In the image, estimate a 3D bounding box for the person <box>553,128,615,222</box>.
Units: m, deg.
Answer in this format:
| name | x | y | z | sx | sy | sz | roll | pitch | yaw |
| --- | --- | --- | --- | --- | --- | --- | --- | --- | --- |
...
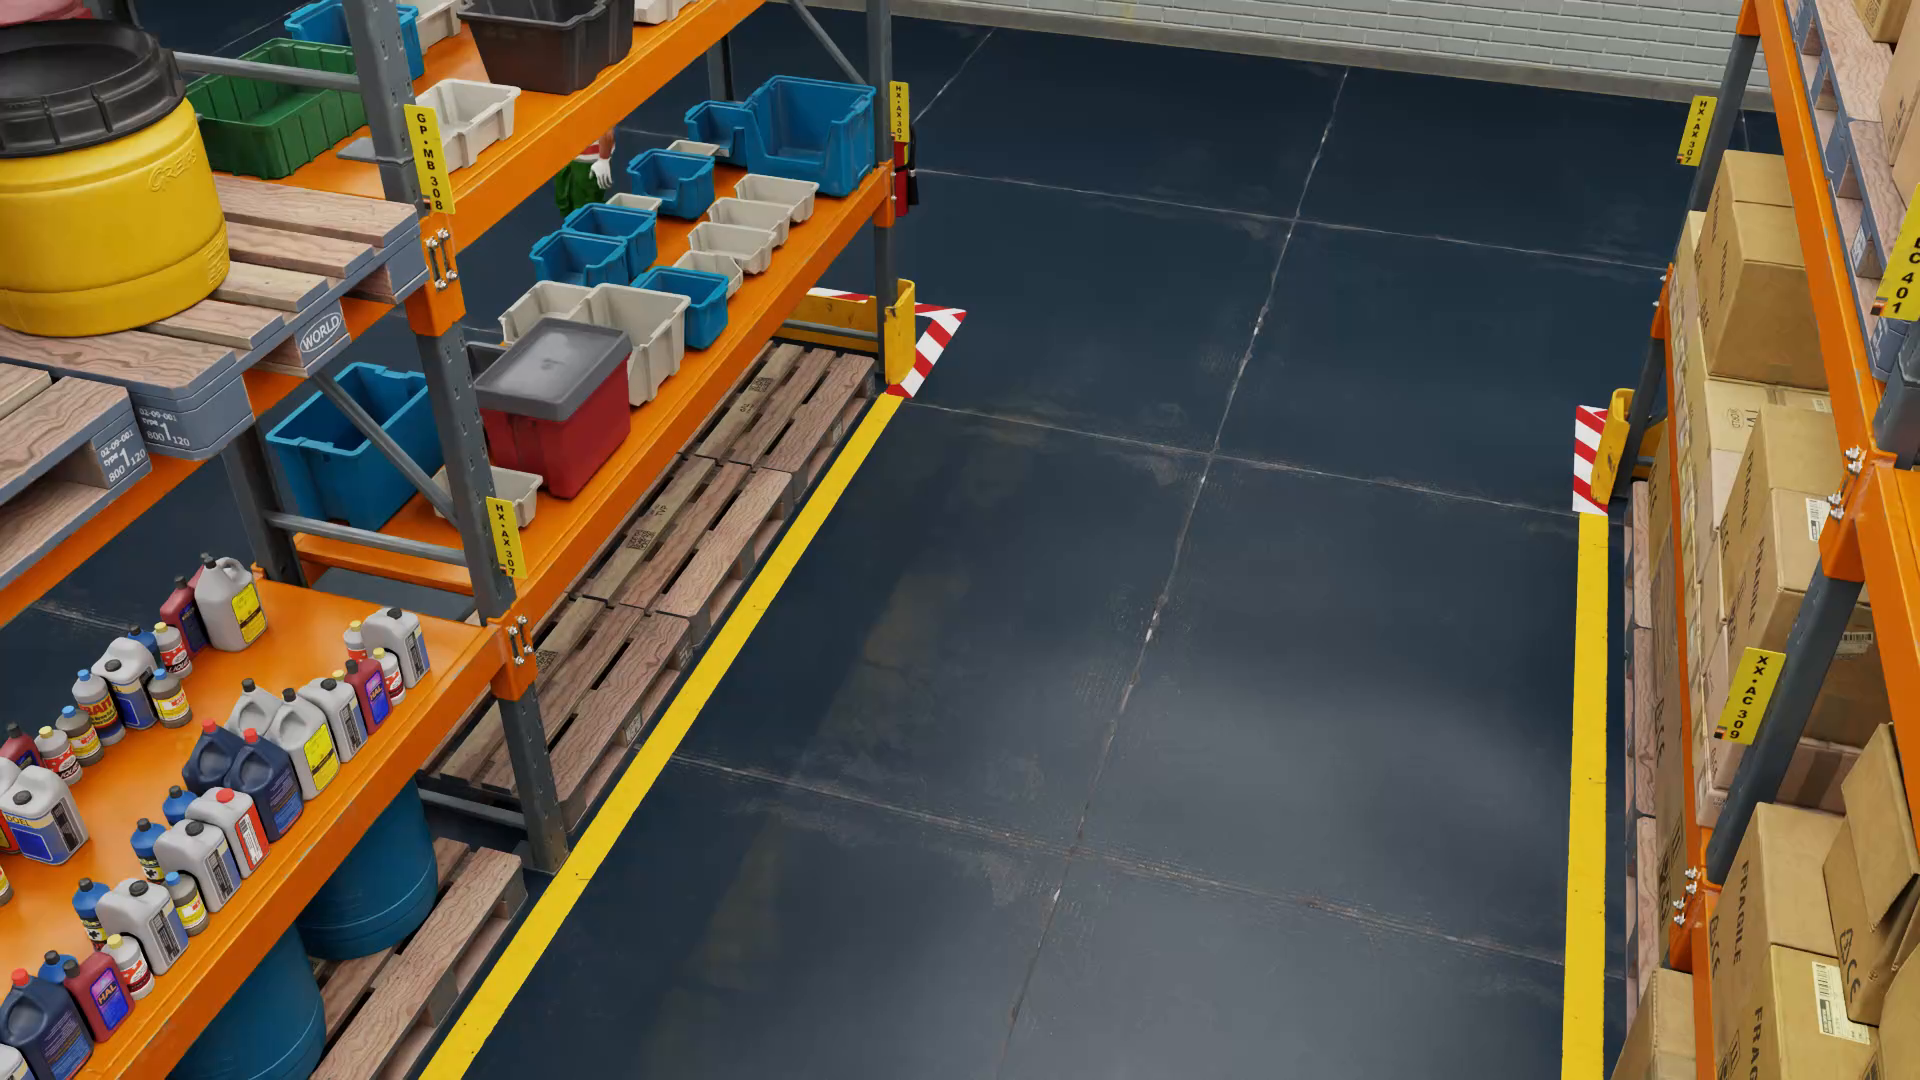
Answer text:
| name | x | y | z | sx | sy | sz | roll | pitch | yaw |
| --- | --- | --- | --- | --- | --- | --- | --- | --- | --- |
| person | -2.231 | -2.398 | 10.088 | 0.730 | 1.755 | 0.658 | -22 | 42 | -27 |
